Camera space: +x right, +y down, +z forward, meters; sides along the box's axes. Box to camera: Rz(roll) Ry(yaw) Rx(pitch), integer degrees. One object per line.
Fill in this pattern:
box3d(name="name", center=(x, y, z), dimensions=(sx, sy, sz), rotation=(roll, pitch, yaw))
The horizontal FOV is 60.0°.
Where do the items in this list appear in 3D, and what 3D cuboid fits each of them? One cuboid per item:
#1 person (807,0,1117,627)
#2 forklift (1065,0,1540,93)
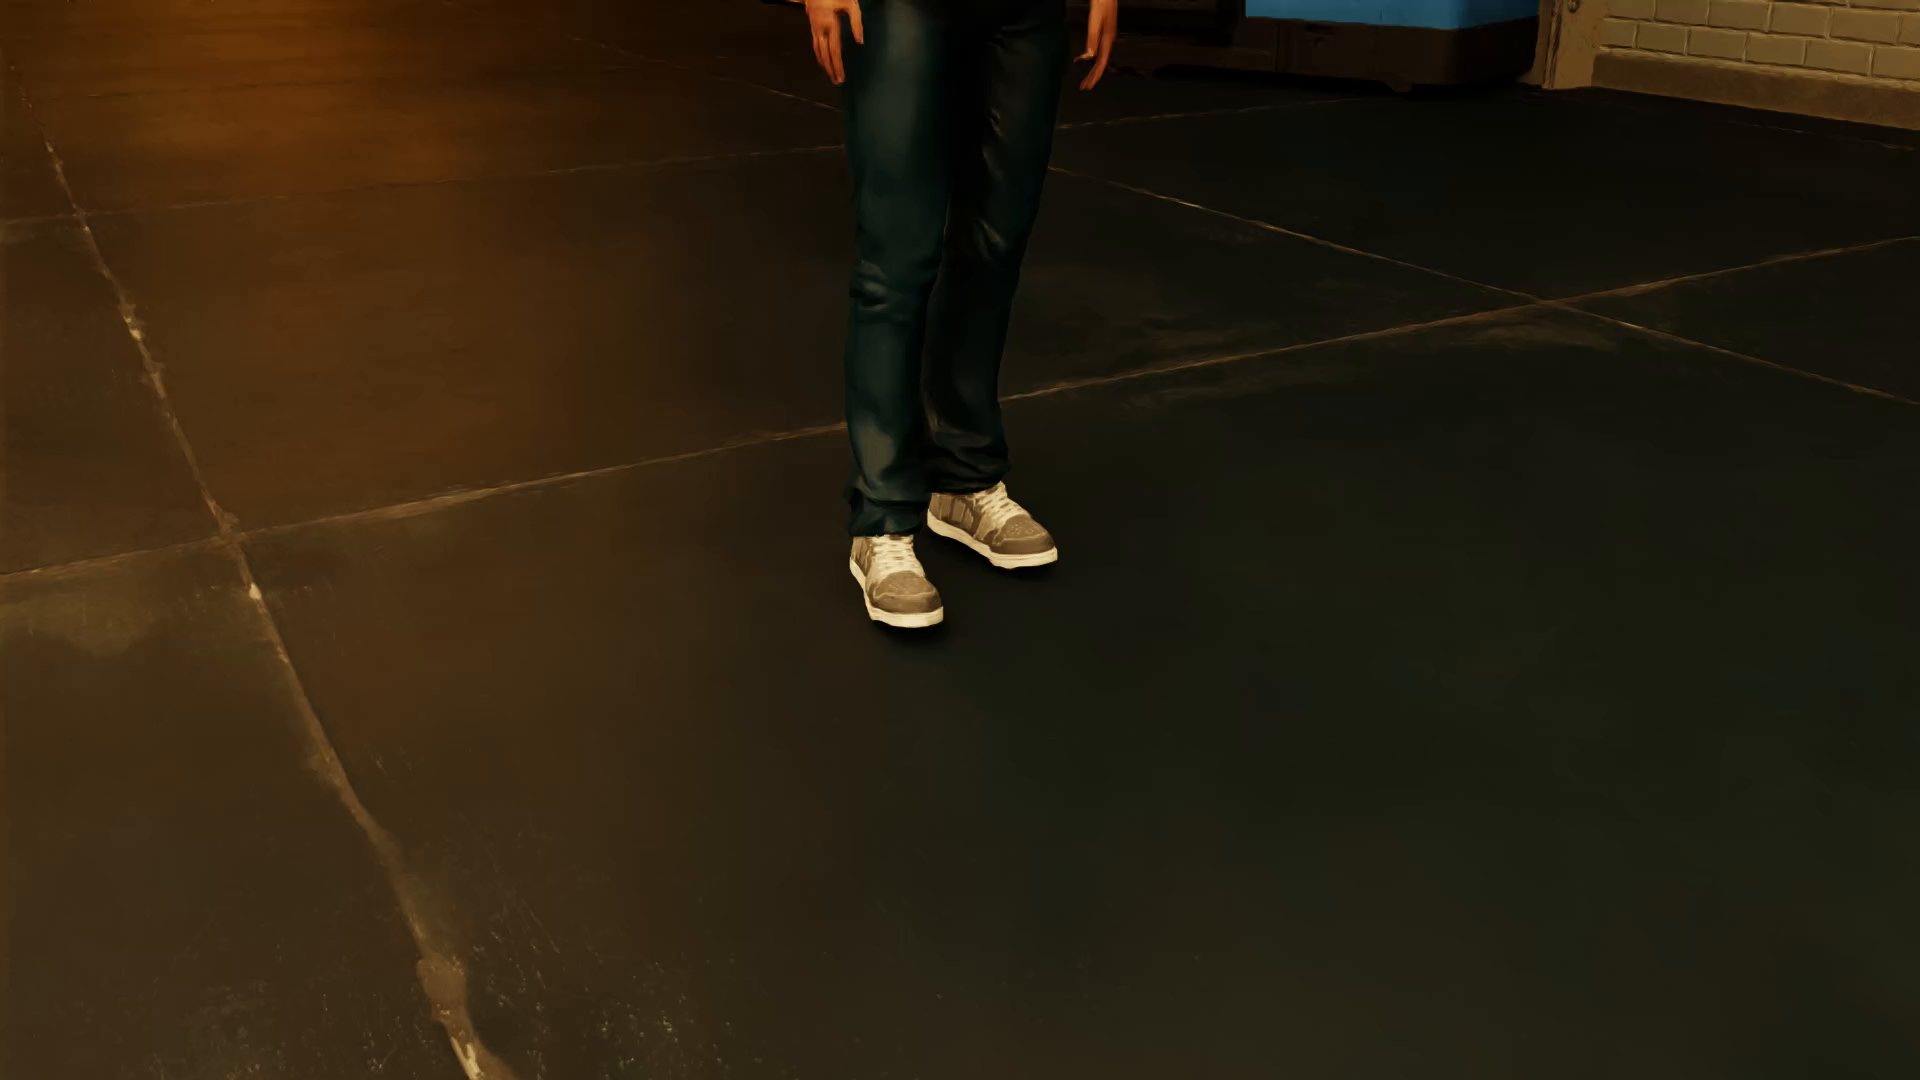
box3d(name="person", center=(0.025, -0.718, 2.263), dimensions=(0.520, 1.597, 0.474), rotation=(-12, 25, -28))
box3d(name="forklift", center=(1.321, -3.793, 8.018), dimensions=(3.031, 2.935, 1.130), rotation=(18, 28, 36))
